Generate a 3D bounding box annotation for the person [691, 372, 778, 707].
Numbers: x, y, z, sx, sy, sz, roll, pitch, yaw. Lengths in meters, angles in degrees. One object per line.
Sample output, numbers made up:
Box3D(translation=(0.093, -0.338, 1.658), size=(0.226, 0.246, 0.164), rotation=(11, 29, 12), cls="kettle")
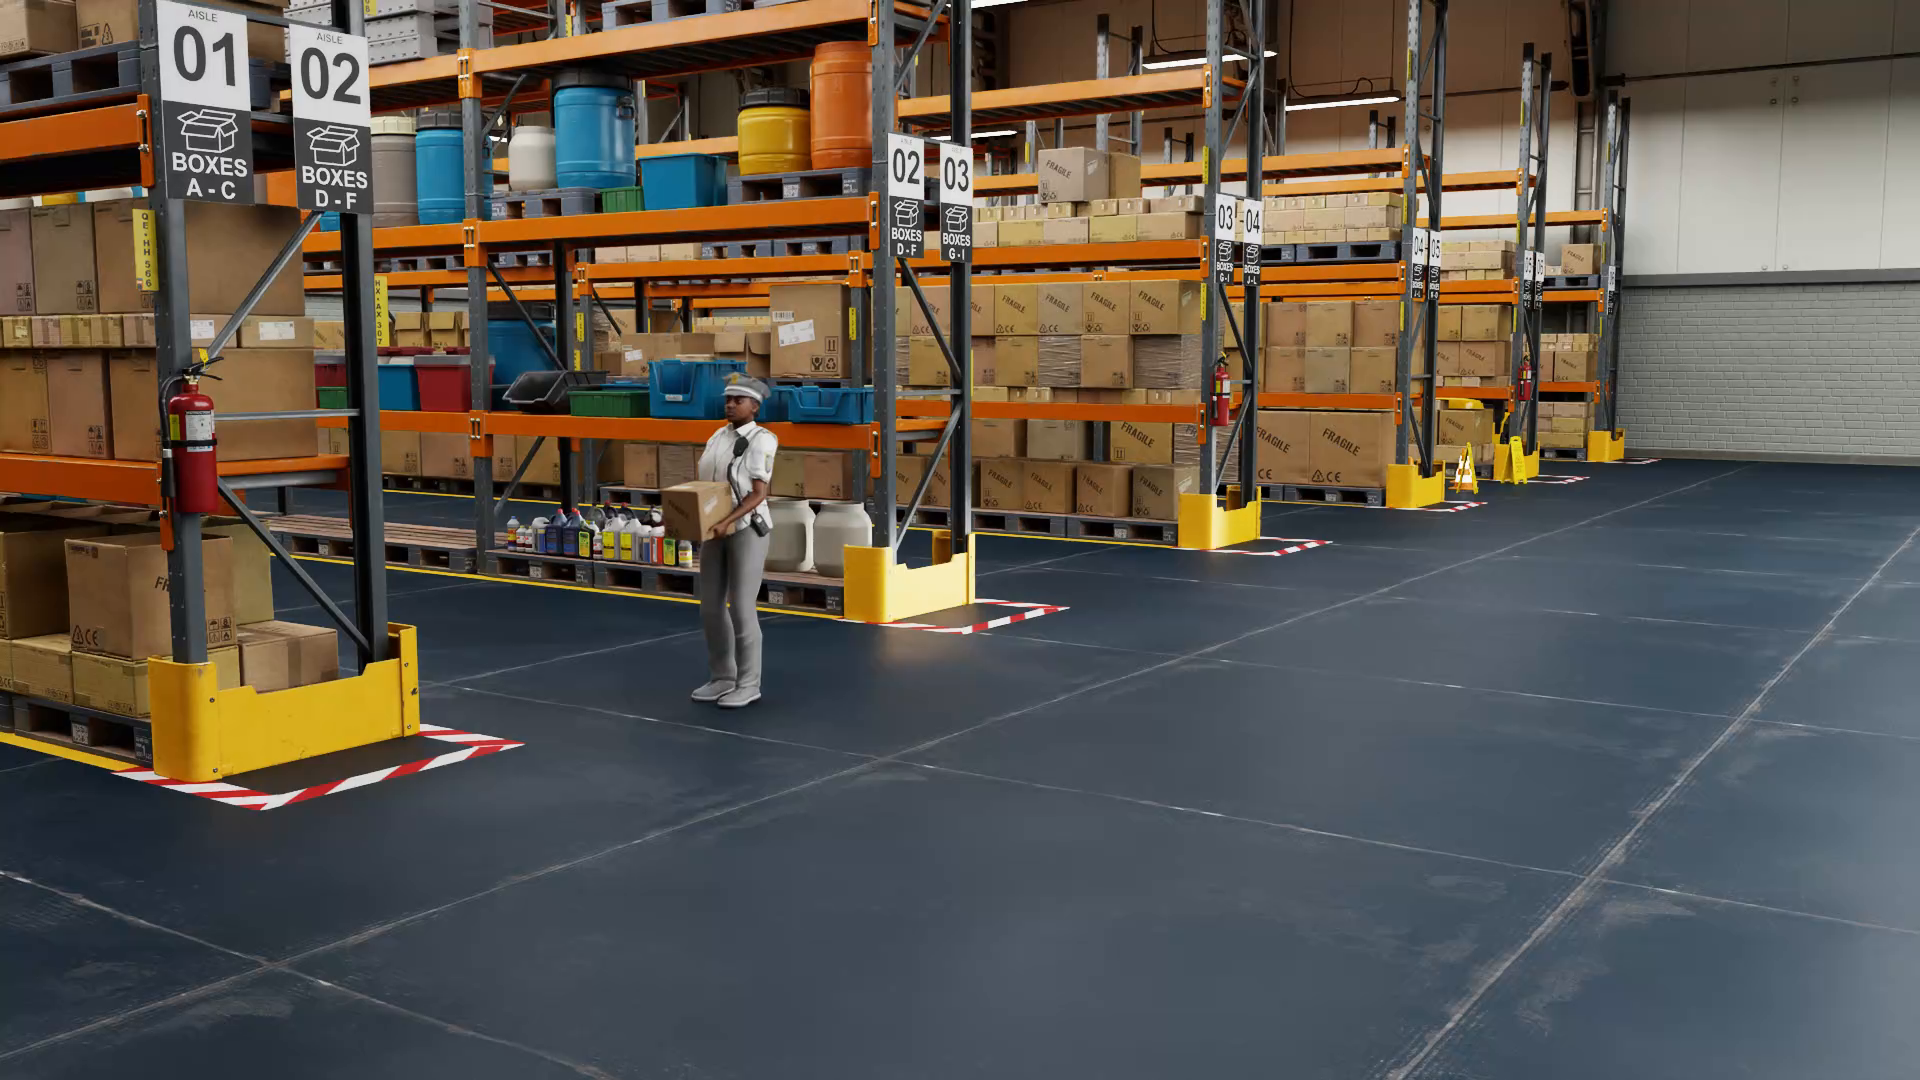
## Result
Box3D(translation=(-1.195, -0.009, 8.462), size=(0.450, 1.688, 0.540), rotation=(4, 8, 34), cls="person")
